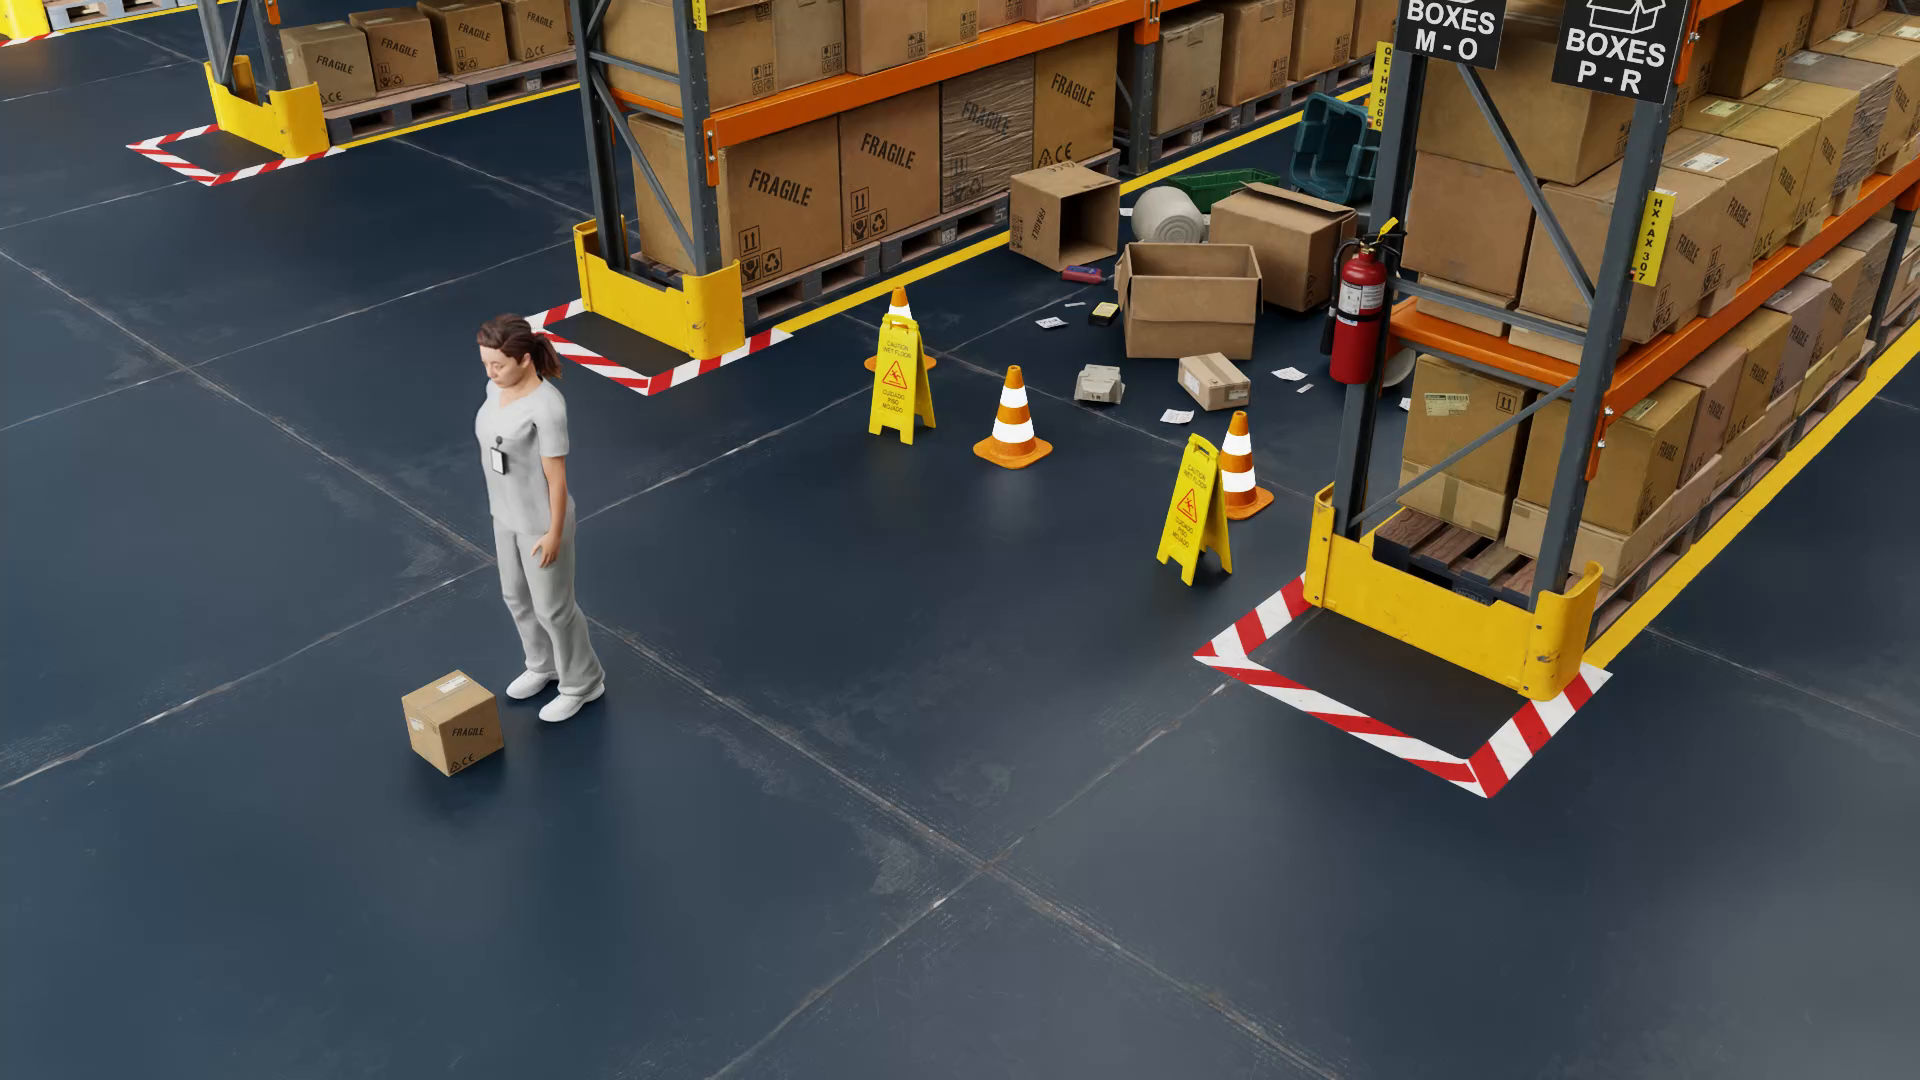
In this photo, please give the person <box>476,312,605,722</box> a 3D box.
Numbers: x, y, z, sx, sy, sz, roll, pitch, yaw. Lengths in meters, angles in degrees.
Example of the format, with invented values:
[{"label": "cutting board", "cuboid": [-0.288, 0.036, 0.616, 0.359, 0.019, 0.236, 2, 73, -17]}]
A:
[{"label": "person", "cuboid": [-1.593, -0.087, 6.286, 0.441, 1.672, 0.362, 26, 40, 36]}]
